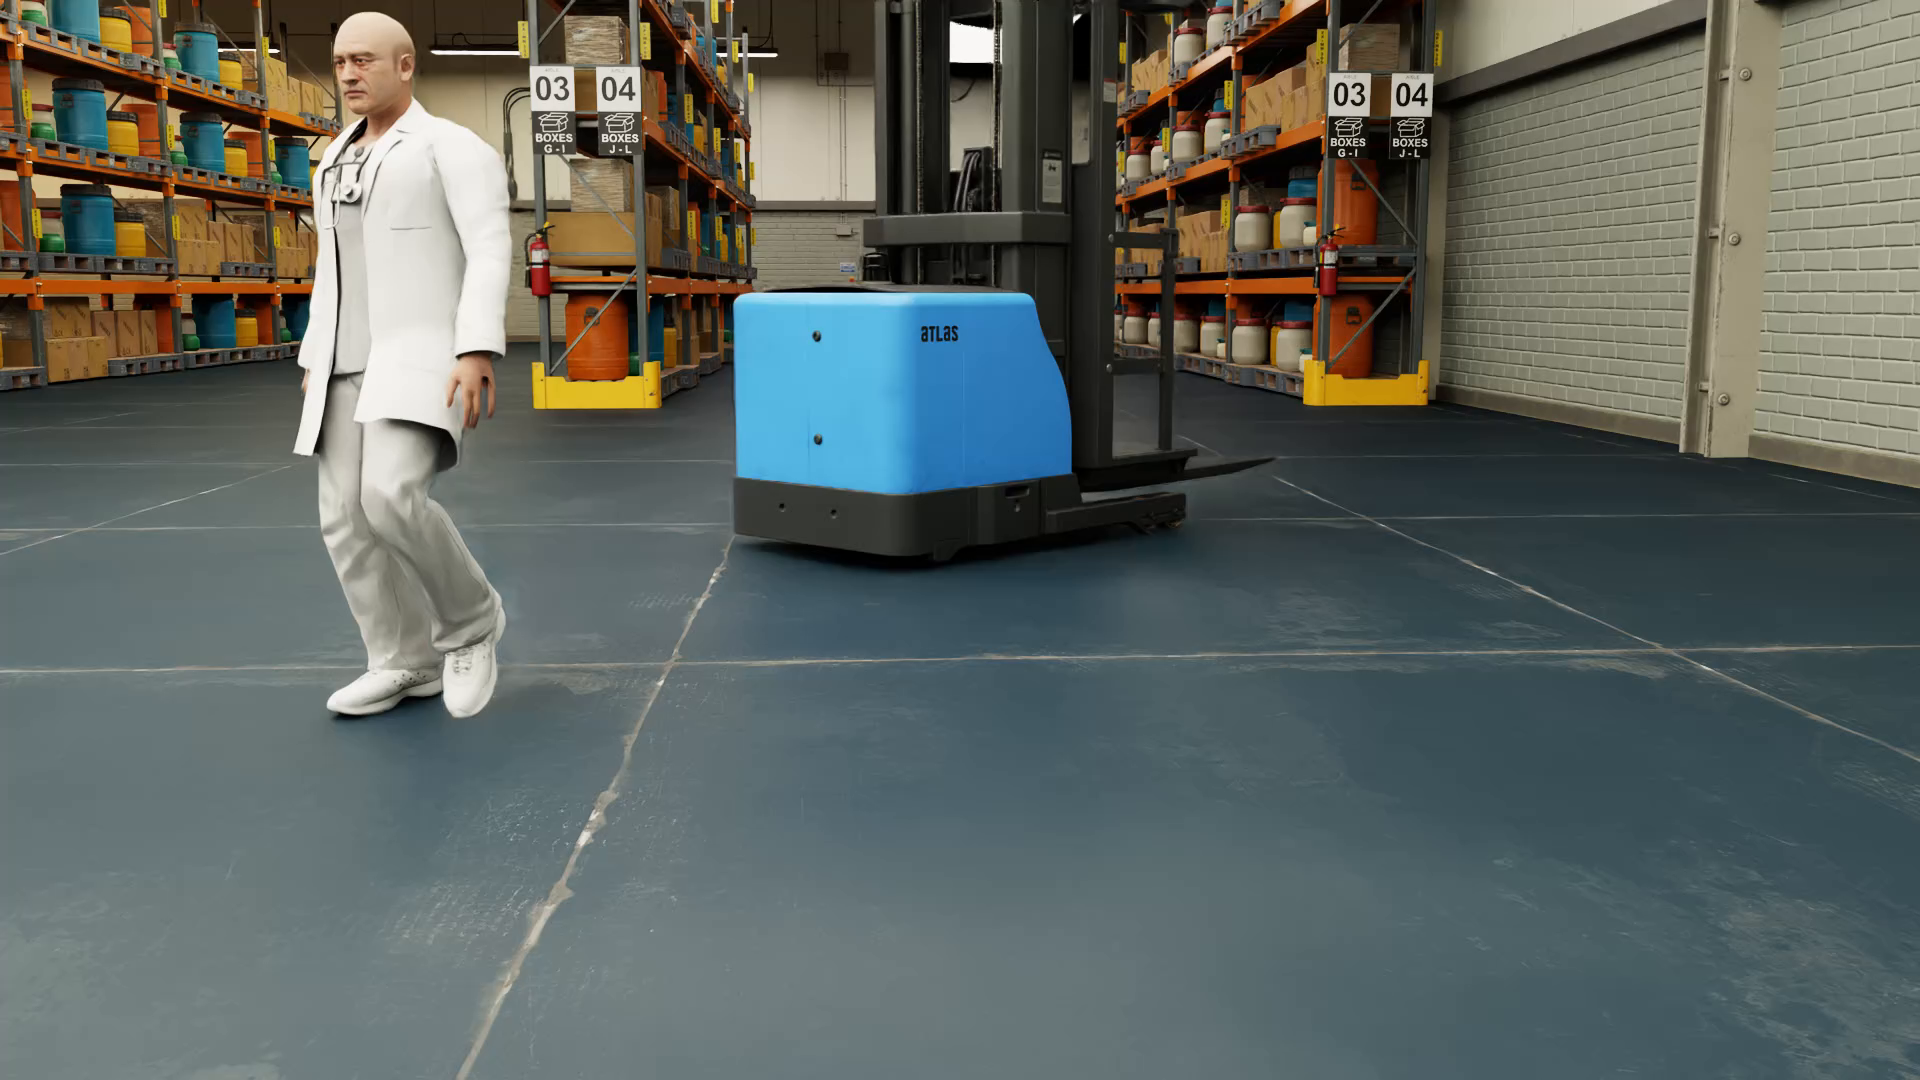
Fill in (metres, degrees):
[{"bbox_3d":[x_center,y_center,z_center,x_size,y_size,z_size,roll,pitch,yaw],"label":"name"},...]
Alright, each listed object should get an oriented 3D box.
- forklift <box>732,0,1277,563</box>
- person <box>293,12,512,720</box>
[{"bbox_3d":[0.397,-1.526,7.607,1.130,2.935,3.031,7,11,41],"label":"forklift"},{"bbox_3d":[-1.451,-0.423,4.181,0.750,1.759,0.475,4,9,24],"label":"person"}]
